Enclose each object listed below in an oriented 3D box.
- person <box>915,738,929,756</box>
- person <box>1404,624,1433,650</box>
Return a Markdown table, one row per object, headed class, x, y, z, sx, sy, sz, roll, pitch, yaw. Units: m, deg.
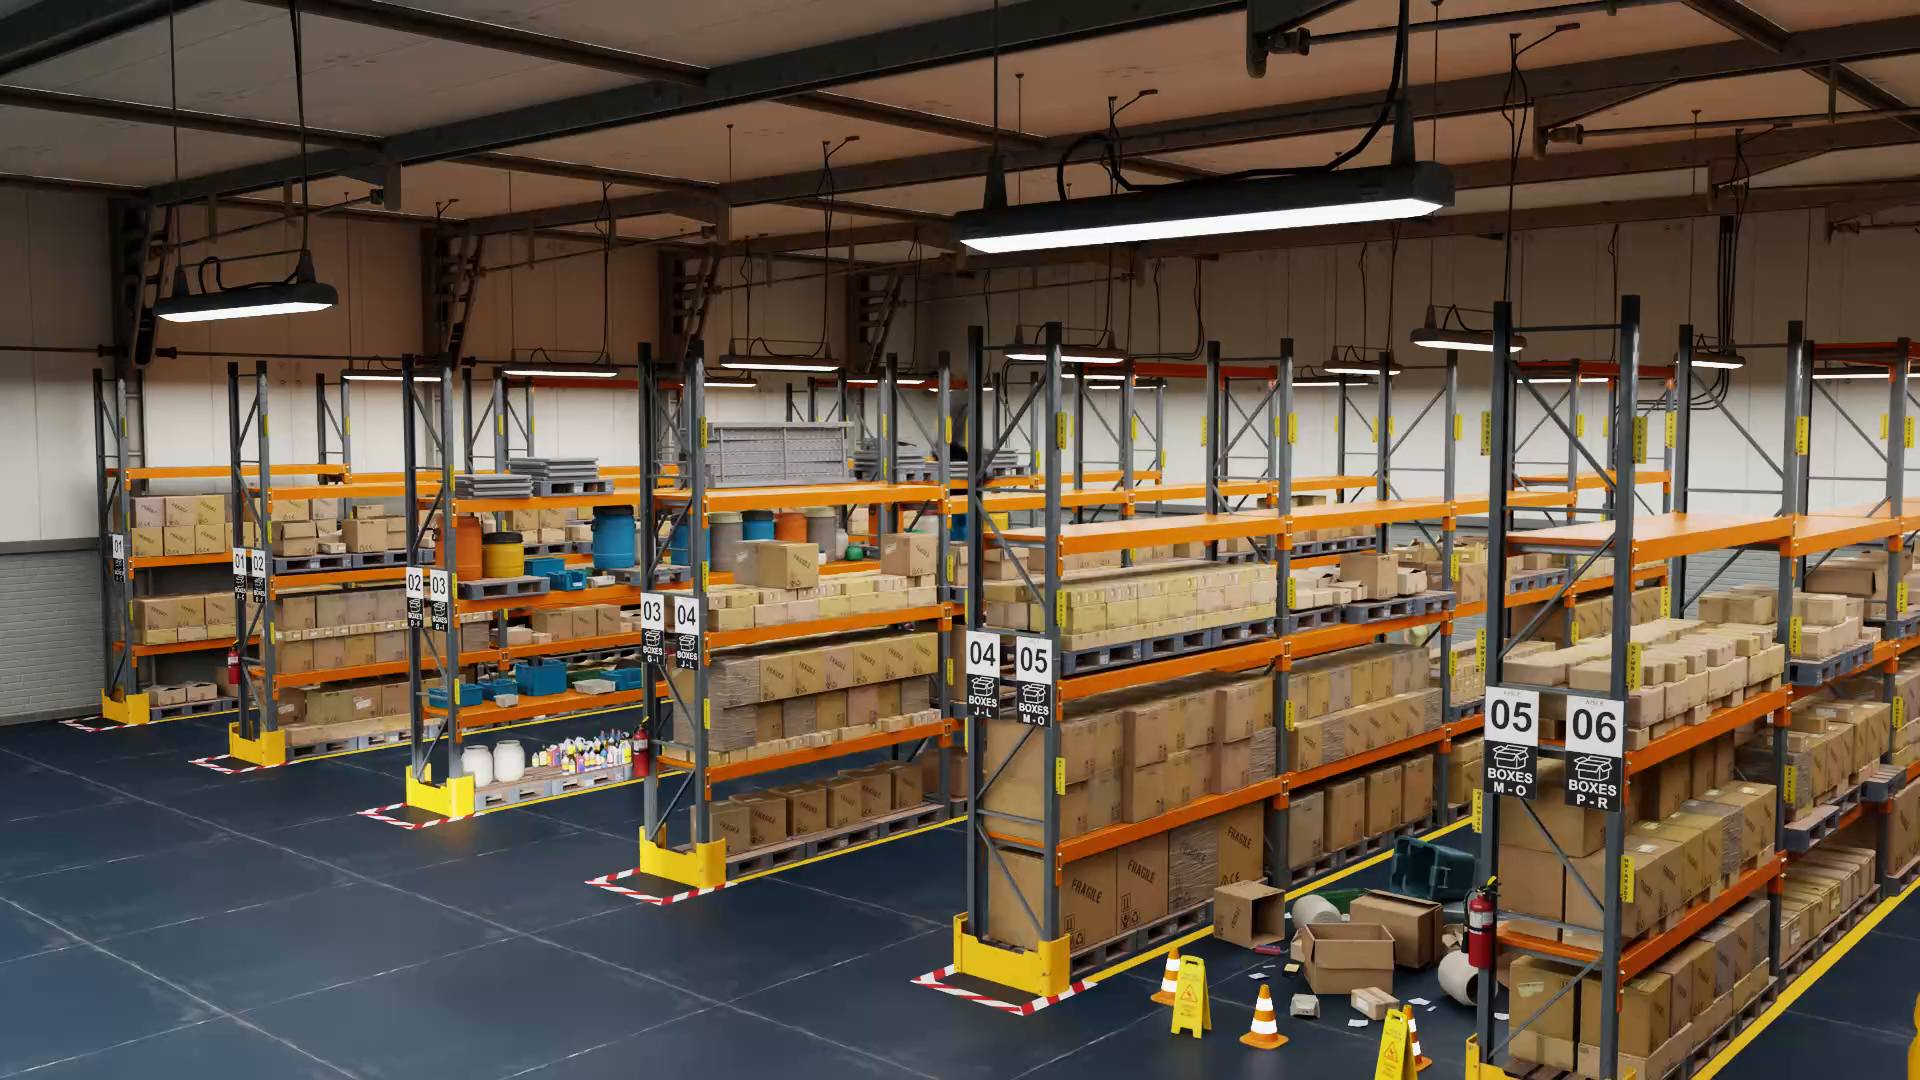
| class | x | y | z | sx | sy | sz | roll | pitch | yaw |
| --- | --- | --- | --- | --- | --- | --- | --- | --- | --- |
| person | -0.464 | 2.443 | 25.643 | 0.624 | 1.692 | 0.728 | 3 | 5 | 35 |
| person | 8.572 | 2.081 | 30.962 | 0.628 | 1.610 | 0.505 | 0 | 4 | -3 |
